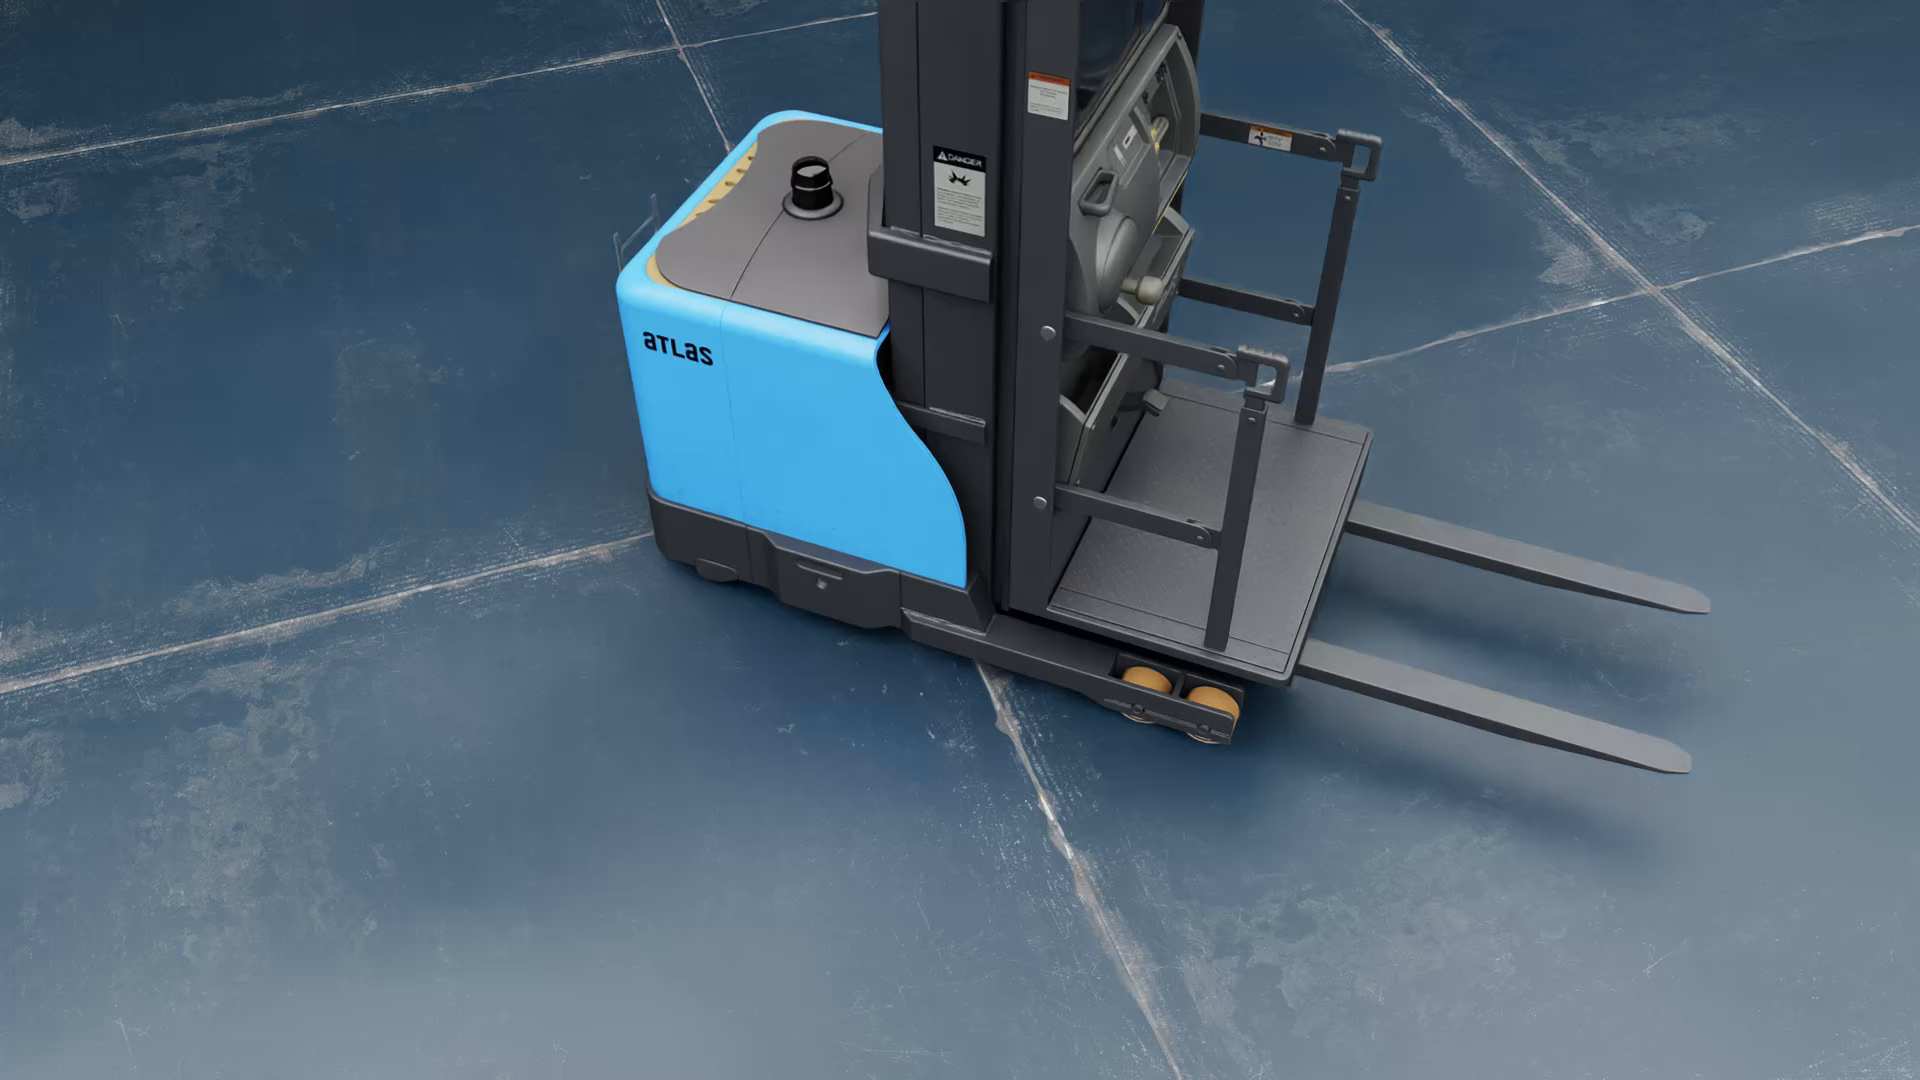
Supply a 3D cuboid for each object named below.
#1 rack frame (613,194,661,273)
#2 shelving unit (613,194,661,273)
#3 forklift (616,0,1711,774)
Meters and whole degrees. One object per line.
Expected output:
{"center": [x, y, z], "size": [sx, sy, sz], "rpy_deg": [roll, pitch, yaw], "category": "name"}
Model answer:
{"center": [-0.967, -0.650, 5.262], "size": [0.006, 0.900, 0.240], "rpy_deg": [16, 47, 15], "category": "rack frame"}
{"center": [-0.873, -0.623, 5.235], "size": [0.210, 0.900, 0.258], "rpy_deg": [16, 47, 15], "category": "shelving unit"}
{"center": [0.626, -0.893, 4.070], "size": [3.031, 2.935, 1.130], "rpy_deg": [16, 47, 15], "category": "forklift"}
